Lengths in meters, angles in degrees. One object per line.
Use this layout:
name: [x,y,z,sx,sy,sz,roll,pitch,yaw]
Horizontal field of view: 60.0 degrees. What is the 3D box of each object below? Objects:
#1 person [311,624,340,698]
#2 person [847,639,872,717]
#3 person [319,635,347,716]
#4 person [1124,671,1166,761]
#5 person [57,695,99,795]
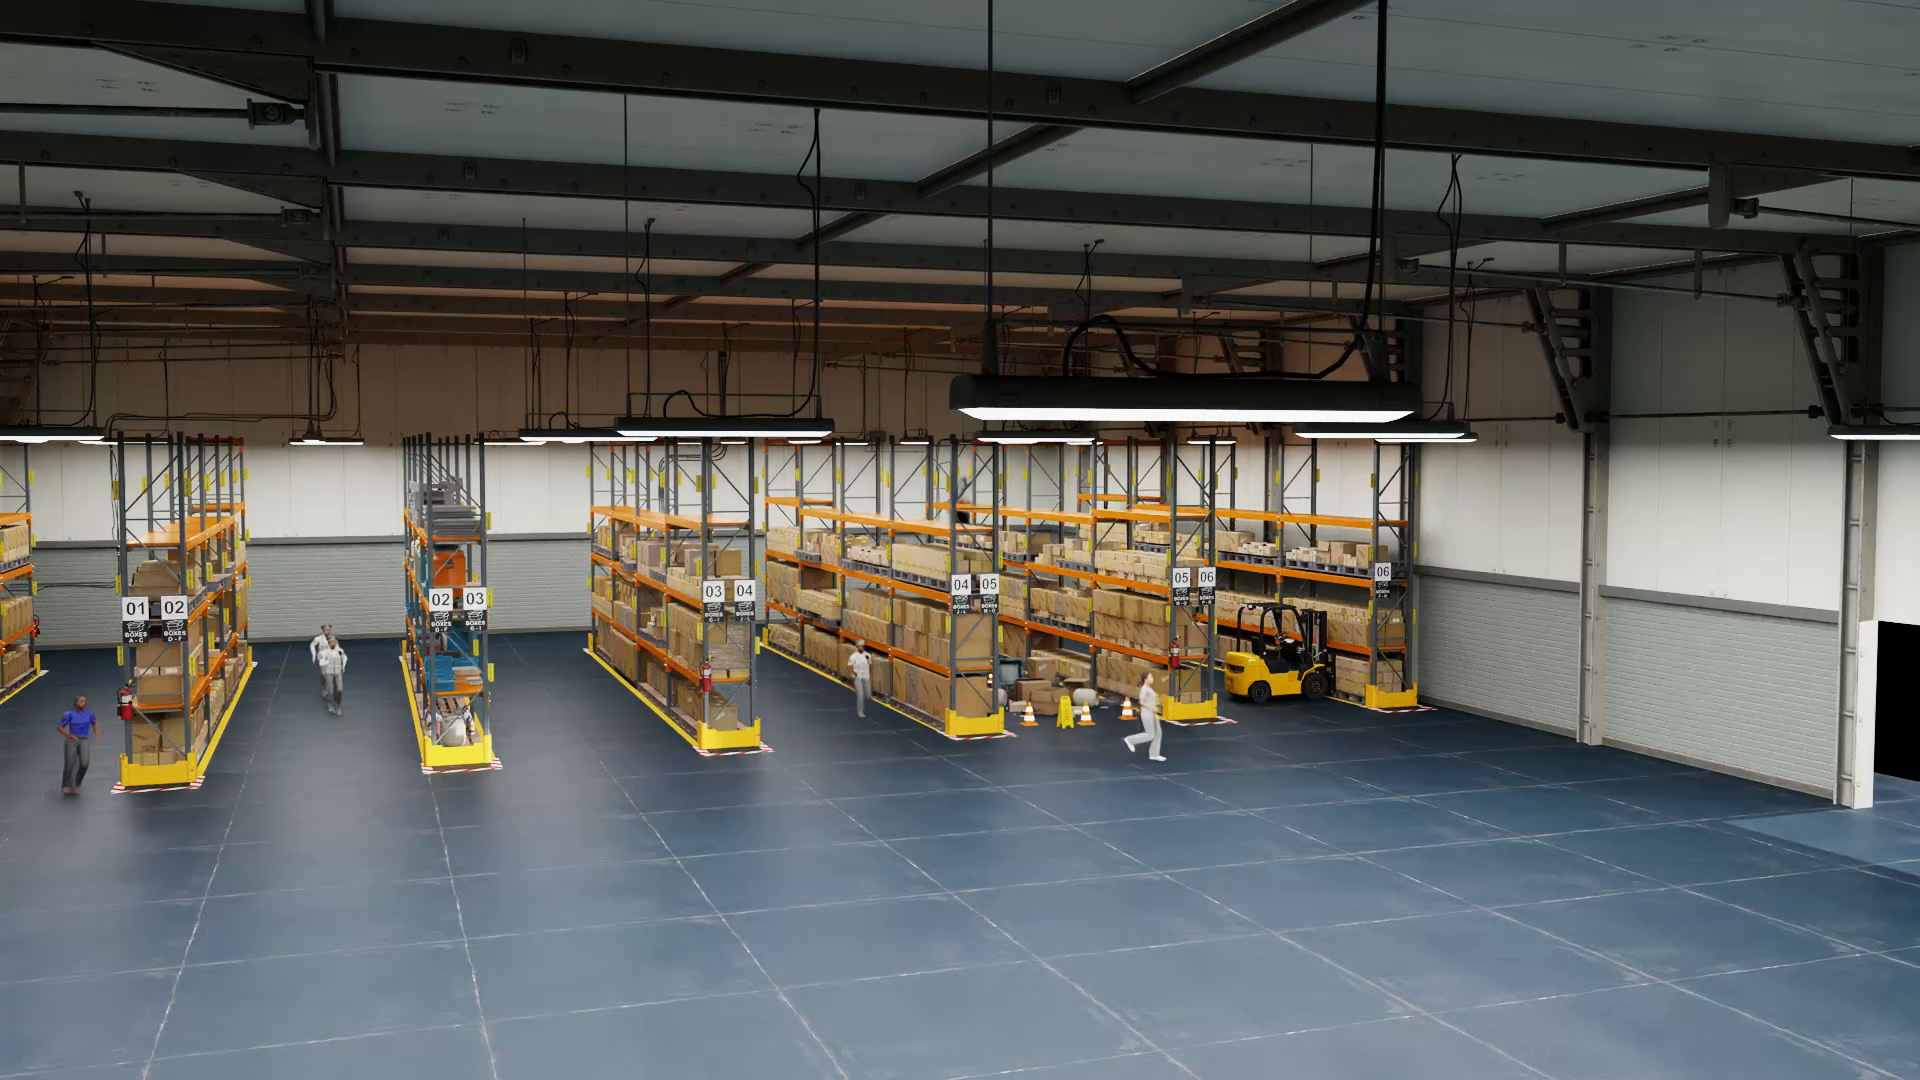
person: [-14.527,2.773,38.126,0.572,1.709,0.783,-2,4,-35]
person: [-2.115,2.932,35.417,0.573,1.650,0.584,-1,3,-21]
person: [-13.417,2.911,35.650,0.592,1.724,0.683,-2,4,-28]
person: [3.406,3.217,30.455,0.764,1.637,0.550,1,3,18]
person: [-14.570,3.395,27.527,0.648,1.629,0.592,-3,4,-43]
